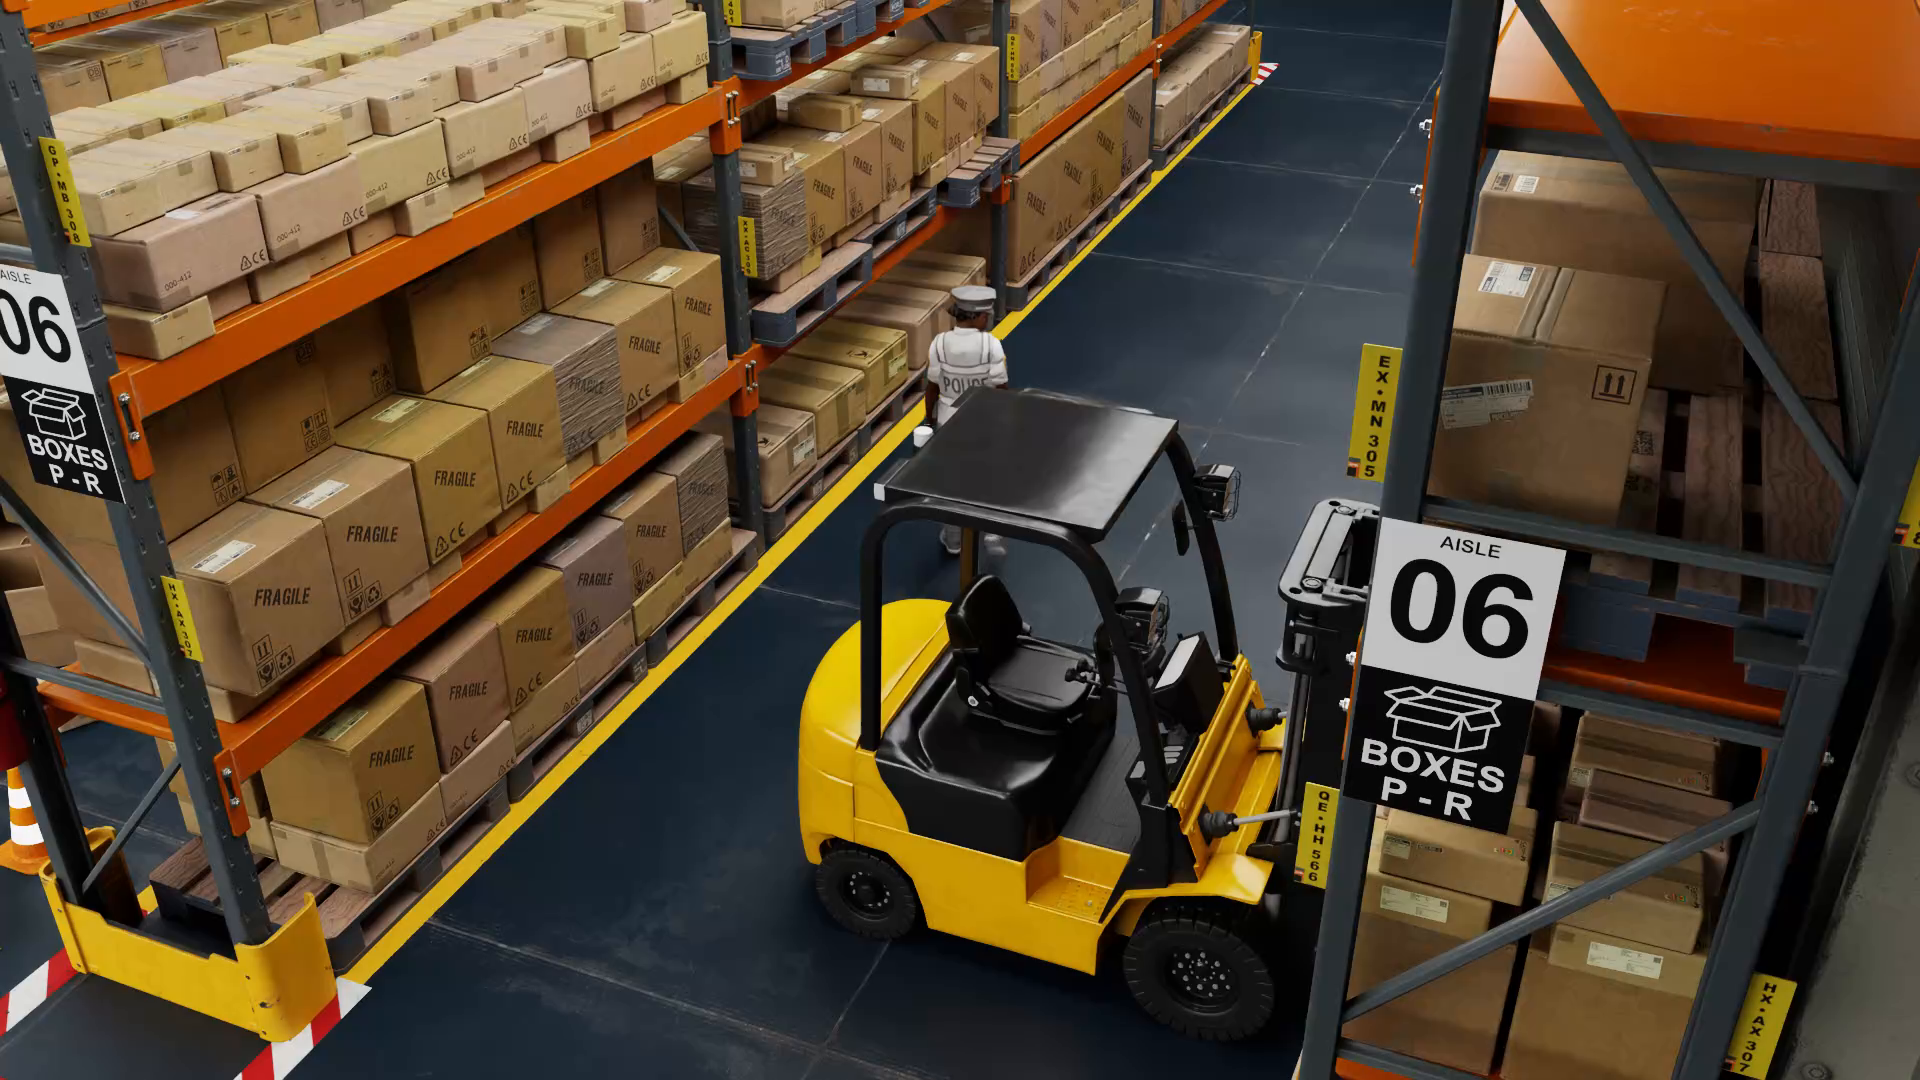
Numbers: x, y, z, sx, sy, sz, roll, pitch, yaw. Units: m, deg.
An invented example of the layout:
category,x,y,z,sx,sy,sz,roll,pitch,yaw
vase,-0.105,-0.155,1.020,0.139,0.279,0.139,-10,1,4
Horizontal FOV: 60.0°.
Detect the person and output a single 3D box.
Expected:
category,x,y,z,sx,sy,sz,roll,pitch,yaw
person,0.044,-0.637,9.466,0.500,1.655,0.498,1,30,2
